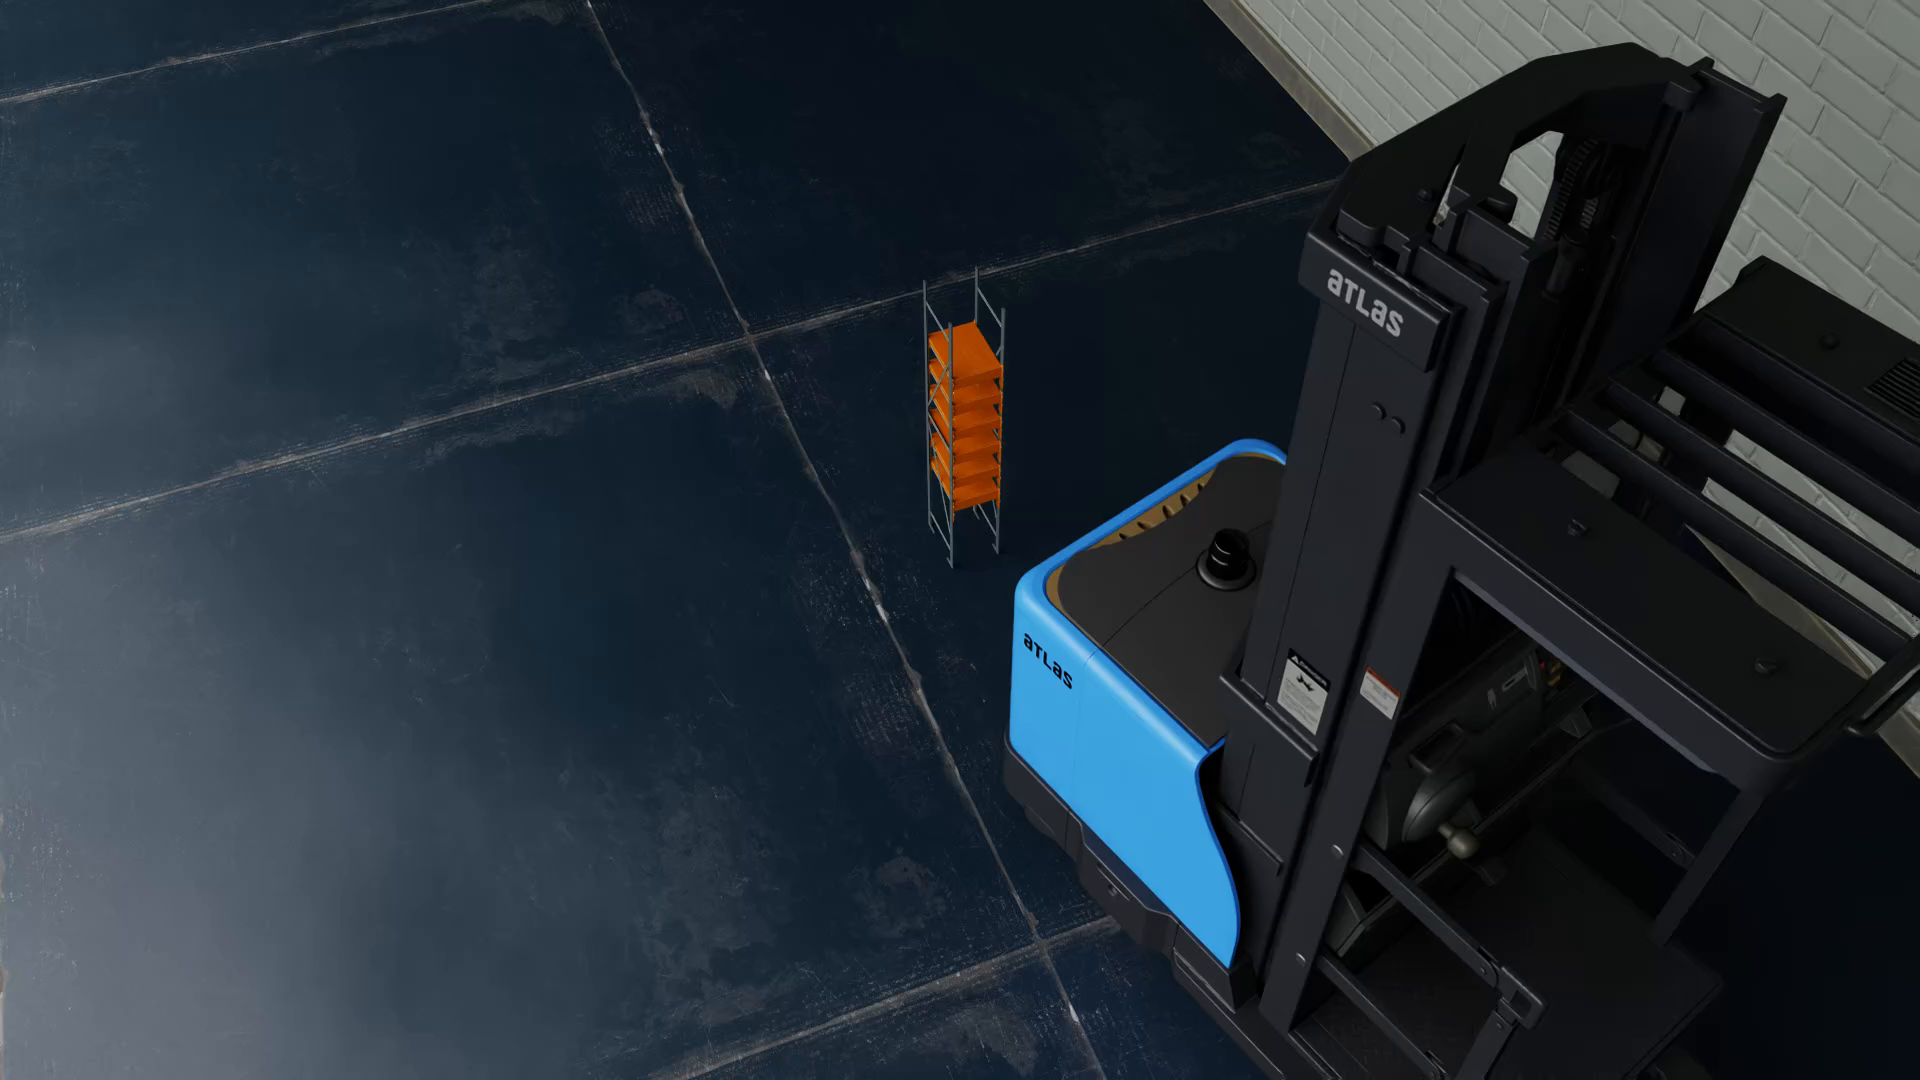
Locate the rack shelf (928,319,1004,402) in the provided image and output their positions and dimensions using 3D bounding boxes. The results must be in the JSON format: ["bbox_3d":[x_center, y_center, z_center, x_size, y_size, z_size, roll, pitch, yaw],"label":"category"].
[{"bbox_3d":[0.013,-0.601,5.559,0.180,0.103,0.258,-17,52,-14],"label":"rack shelf"}]

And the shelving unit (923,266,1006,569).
[{"bbox_3d":[0.013,-0.395,5.798,0.189,1.200,0.258,-17,52,-14],"label":"shelving unit"}]

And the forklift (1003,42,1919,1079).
[{"bbox_3d":[1.453,0.507,3.882,1.130,2.935,3.031,-31,56,-24],"label":"forklift"}]

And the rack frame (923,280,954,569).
[{"bbox_3d":[-0.071,-0.369,5.776,0.006,1.200,0.240,-17,52,-14],"label":"rack frame"}]

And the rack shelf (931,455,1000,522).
[{"bbox_3d":[0.013,-0.210,6.014,0.180,0.103,0.258,-17,52,-14],"label":"rack shelf"}]

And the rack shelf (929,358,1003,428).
[{"bbox_3d":[0.013,-0.522,5.650,0.180,0.103,0.258,-17,52,-14],"label":"rack shelf"}]

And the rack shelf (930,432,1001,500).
[{"bbox_3d":[0.013,-0.288,5.923,0.180,0.103,0.258,-17,52,-14],"label":"rack shelf"}]

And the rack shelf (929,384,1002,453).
[{"bbox_3d":[0.013,-0.444,5.741,0.180,0.103,0.258,-17,52,-14],"label":"rack shelf"}]

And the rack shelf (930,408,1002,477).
[{"bbox_3d":[0.013,-0.366,5.832,0.180,0.103,0.258,-17,52,-14],"label":"rack shelf"}]

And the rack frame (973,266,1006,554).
[{"bbox_3d":[0.098,-0.421,5.821,0.006,1.200,0.240,-17,52,-14],"label":"rack frame"}]
